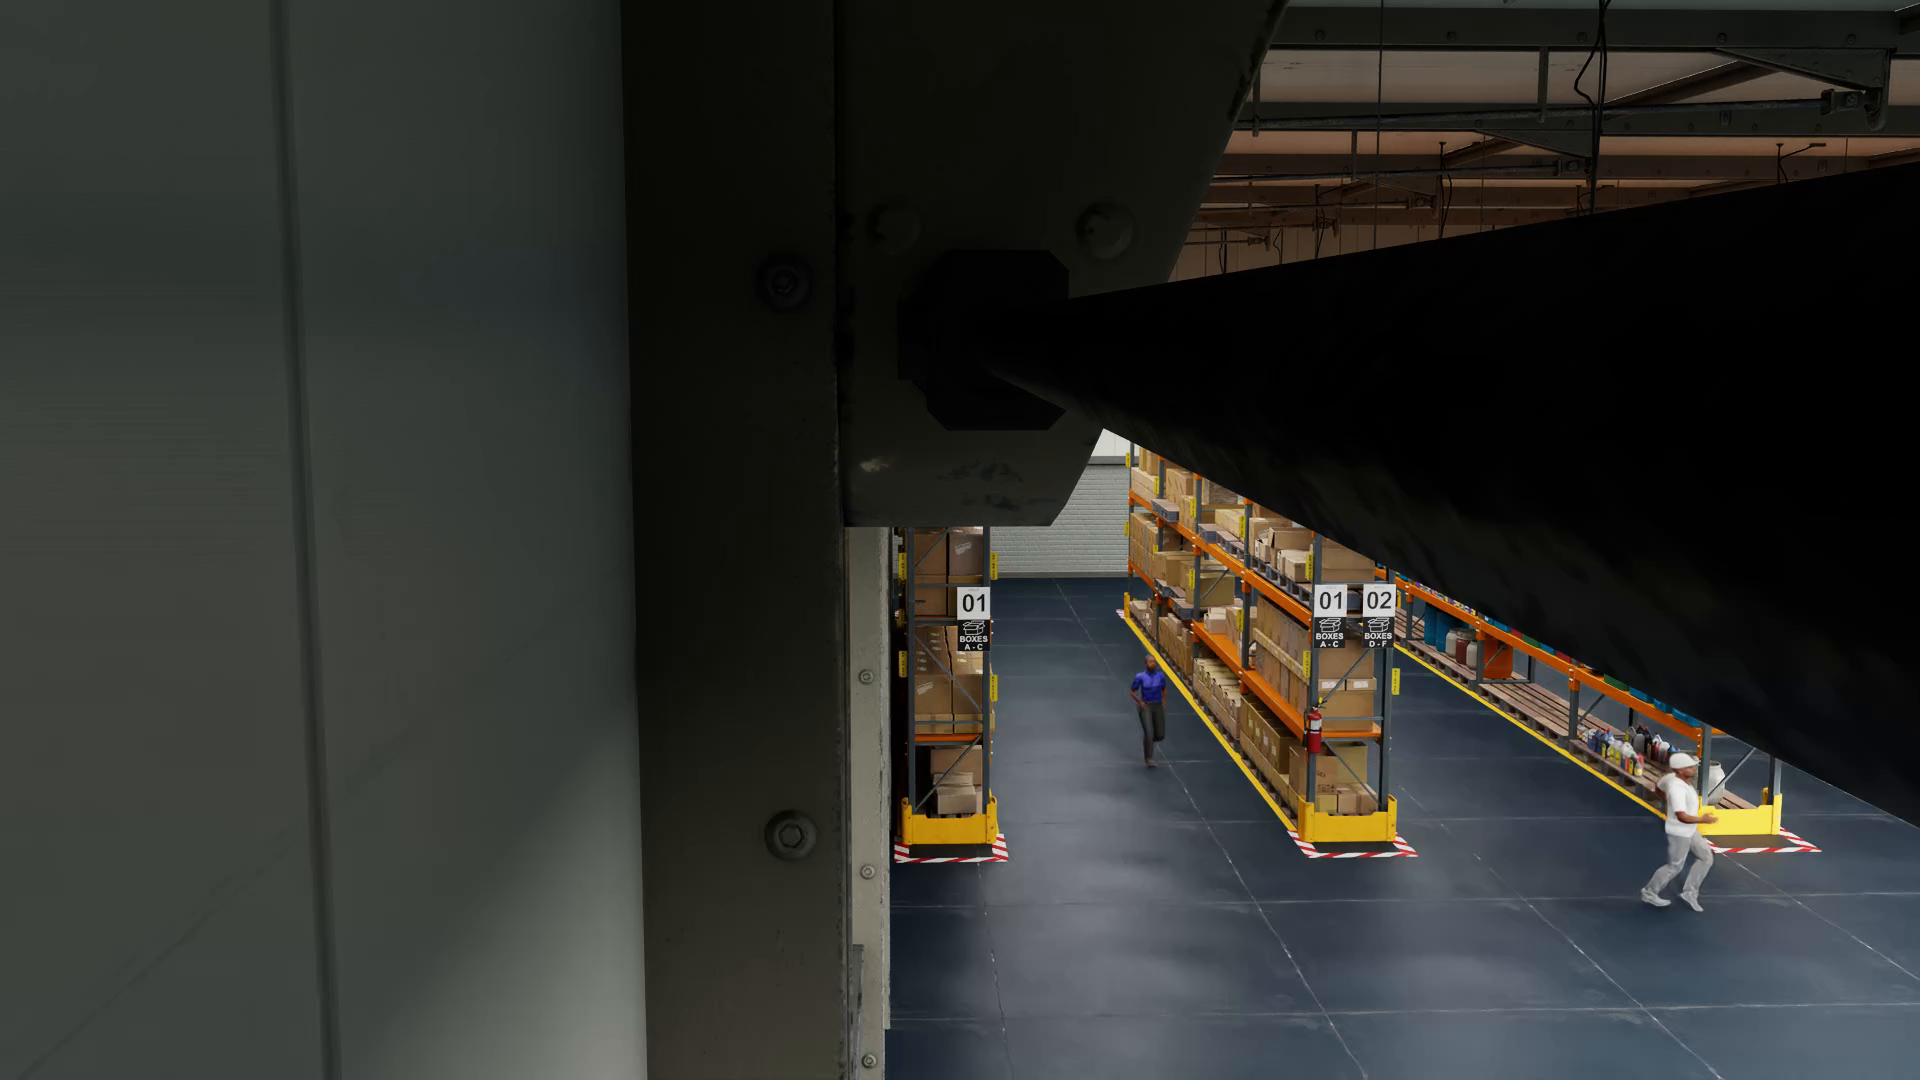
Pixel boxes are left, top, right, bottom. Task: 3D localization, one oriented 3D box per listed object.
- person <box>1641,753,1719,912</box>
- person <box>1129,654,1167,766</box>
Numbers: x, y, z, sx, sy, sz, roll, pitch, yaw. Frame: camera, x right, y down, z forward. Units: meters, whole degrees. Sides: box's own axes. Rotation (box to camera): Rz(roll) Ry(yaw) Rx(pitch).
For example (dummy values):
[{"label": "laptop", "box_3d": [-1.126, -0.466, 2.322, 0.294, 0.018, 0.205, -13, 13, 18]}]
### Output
[{"label": "person", "box_3d": [7.829, 3.178, 18.052, 0.734, 1.790, 0.707, 4, 8, 26]}, {"label": "person", "box_3d": [2.749, 2.543, 24.133, 0.573, 1.421, 0.546, -2, 8, -14]}]
